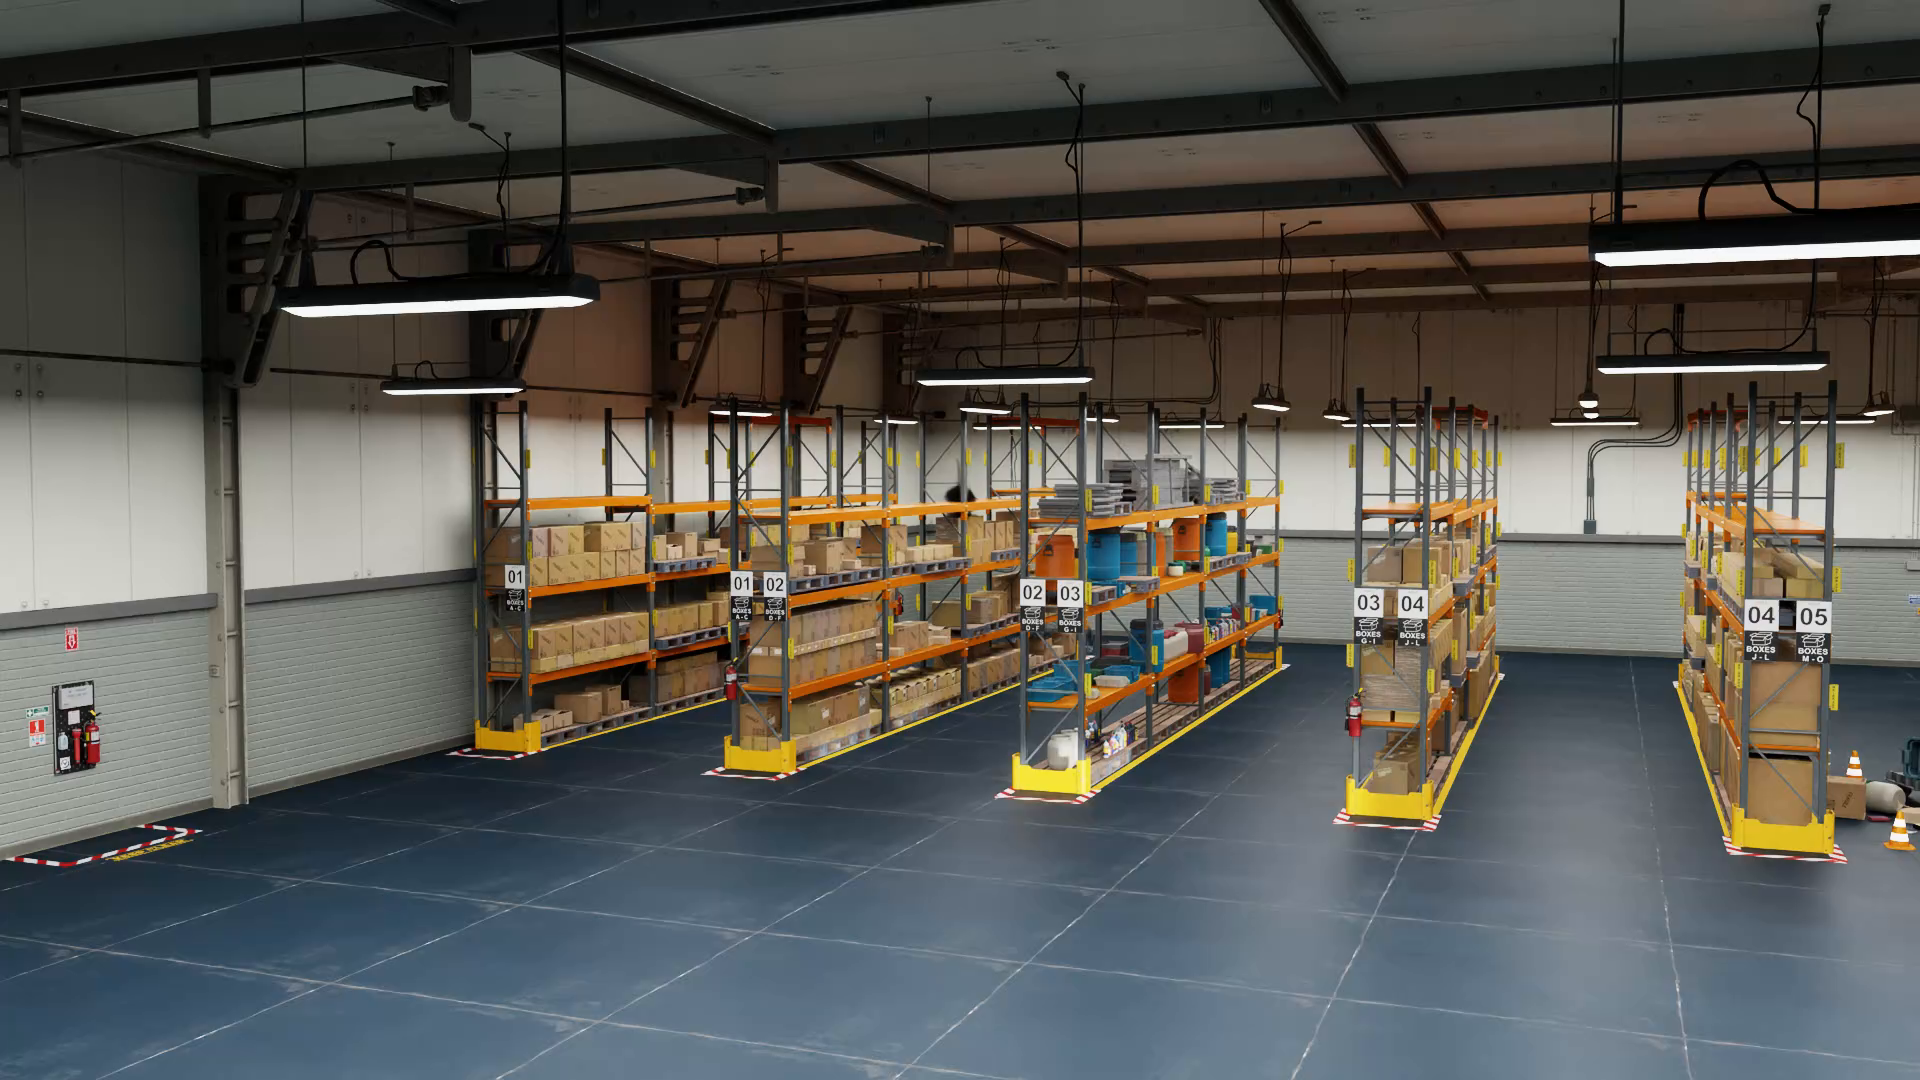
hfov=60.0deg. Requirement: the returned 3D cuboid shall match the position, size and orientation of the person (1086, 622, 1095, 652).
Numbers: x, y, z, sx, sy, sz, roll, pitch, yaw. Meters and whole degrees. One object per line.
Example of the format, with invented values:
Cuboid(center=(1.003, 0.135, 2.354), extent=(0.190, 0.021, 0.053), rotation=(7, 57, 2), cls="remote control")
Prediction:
Cuboid(center=(3.105, 2.104, 43.202), extent=(0.849, 1.608, 0.538), rotation=(3, 4, 44), cls="person")
